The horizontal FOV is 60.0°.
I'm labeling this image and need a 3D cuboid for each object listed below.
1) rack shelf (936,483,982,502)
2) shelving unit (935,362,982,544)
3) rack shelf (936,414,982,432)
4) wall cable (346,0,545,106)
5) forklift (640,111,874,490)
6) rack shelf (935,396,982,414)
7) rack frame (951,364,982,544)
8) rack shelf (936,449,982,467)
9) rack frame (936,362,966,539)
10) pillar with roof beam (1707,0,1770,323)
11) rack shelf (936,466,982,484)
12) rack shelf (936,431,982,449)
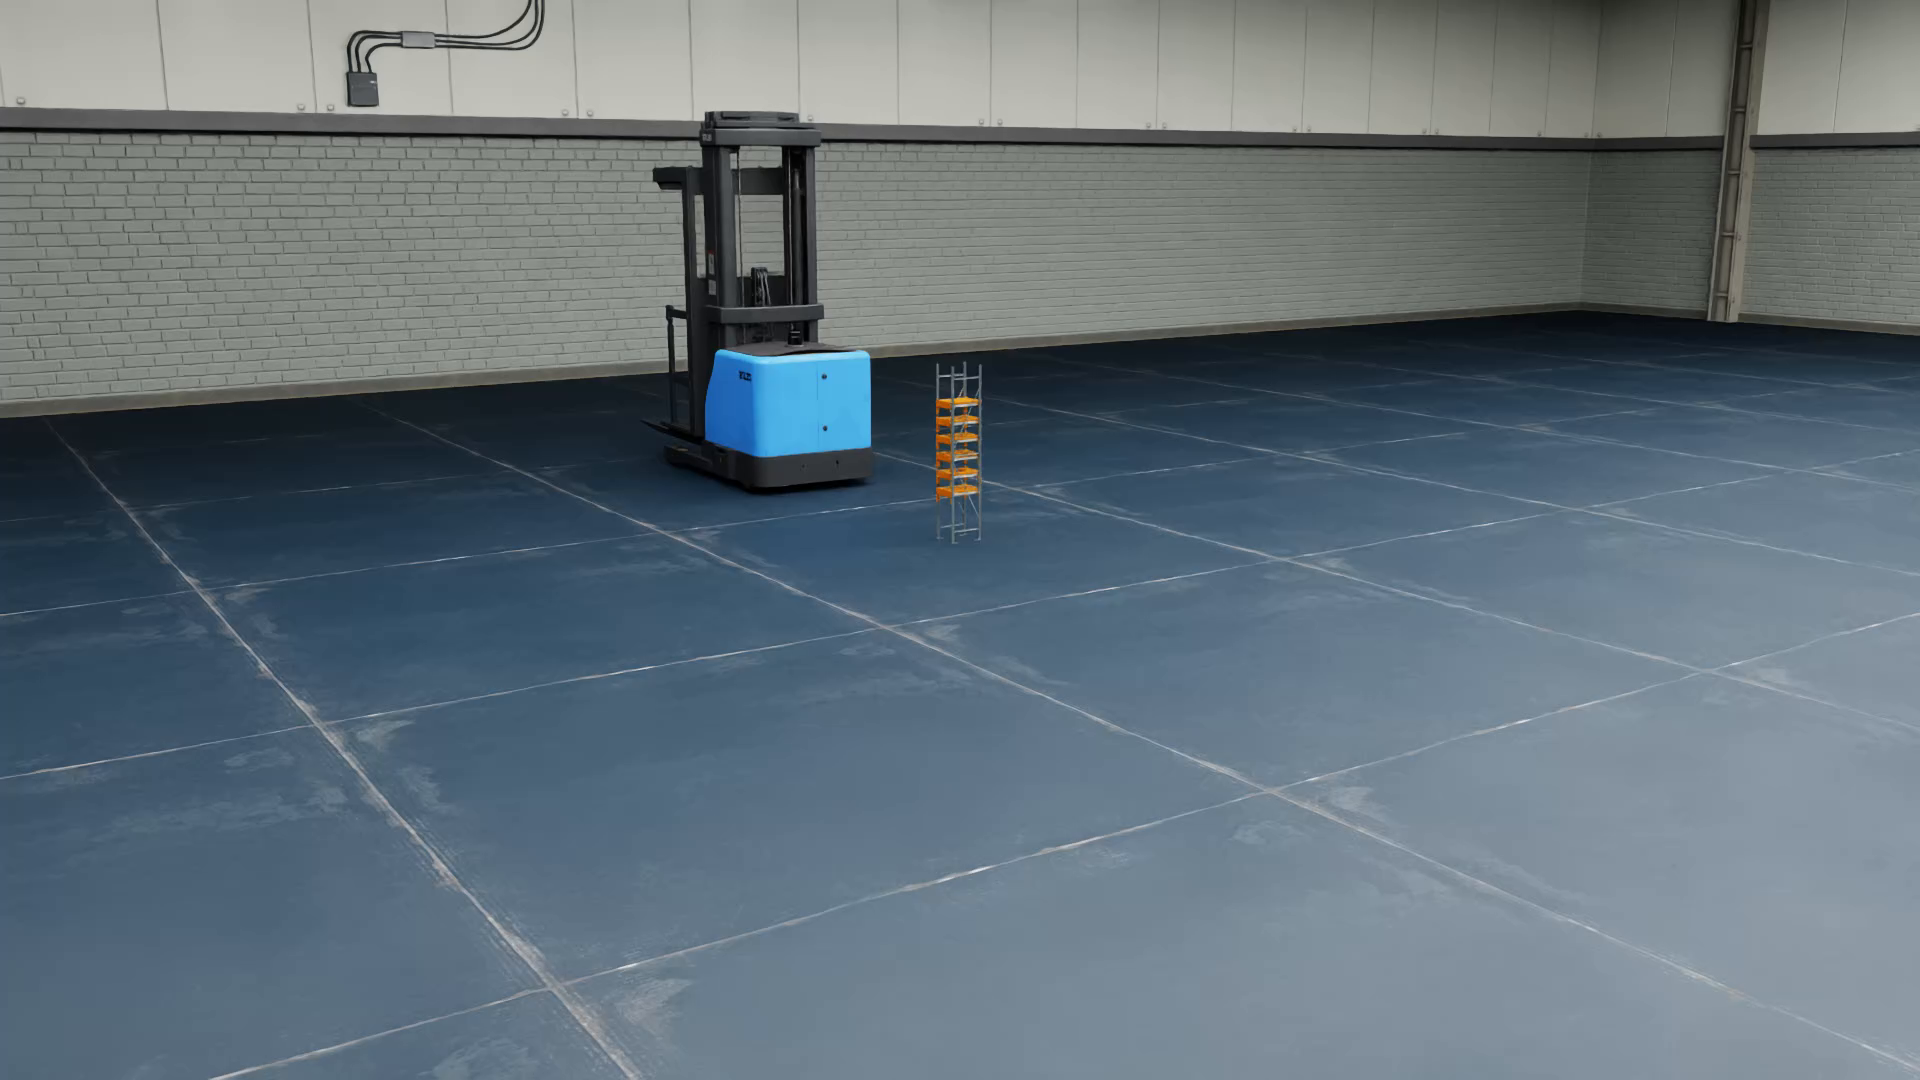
[{"bbox_3d":[-0.008,-0.311,11.306,0.258,0.103,0.180,-8,15,-33],"label":"rack shelf"},{"bbox_3d":[-0.008,-0.589,11.245,0.258,1.200,0.189,-8,15,-33],"label":"shelving unit"},{"bbox_3d":[-0.008,-0.780,11.204,0.258,0.103,0.180,-8,15,-33],"label":"rack shelf"},{"bbox_3d":[-5.777,-7.875,18.349,2.305,6.003,0.169,-8,15,-33],"label":"wall cable"},{"bbox_3d":[-1.895,-2.093,14.074,1.130,2.935,3.031,-7,14,-31],"label":"forklift"},{"bbox_3d":[-0.008,-0.897,11.178,0.258,0.103,0.180,-8,15,-33],"label":"rack shelf"},{"bbox_3d":[0.043,-0.572,11.171,0.240,1.200,0.006,-8,15,-33],"label":"rack frame"},{"bbox_3d":[-0.008,-0.545,11.255,0.258,0.103,0.180,-8,15,-33],"label":"rack shelf"},{"bbox_3d":[-0.059,-0.605,11.320,0.240,1.200,0.006,-8,15,-33],"label":"rack frame"},{"bbox_3d":[9.482,-7.631,25.194,9.100,9.000,0.400,-8,15,-33],"label":"pillar with roof beam"},{"bbox_3d":[-0.008,-0.428,11.280,0.258,0.103,0.180,-8,15,-33],"label":"rack shelf"},{"bbox_3d":[-0.008,-0.663,11.229,0.258,0.103,0.180,-8,15,-33],"label":"rack shelf"}]
